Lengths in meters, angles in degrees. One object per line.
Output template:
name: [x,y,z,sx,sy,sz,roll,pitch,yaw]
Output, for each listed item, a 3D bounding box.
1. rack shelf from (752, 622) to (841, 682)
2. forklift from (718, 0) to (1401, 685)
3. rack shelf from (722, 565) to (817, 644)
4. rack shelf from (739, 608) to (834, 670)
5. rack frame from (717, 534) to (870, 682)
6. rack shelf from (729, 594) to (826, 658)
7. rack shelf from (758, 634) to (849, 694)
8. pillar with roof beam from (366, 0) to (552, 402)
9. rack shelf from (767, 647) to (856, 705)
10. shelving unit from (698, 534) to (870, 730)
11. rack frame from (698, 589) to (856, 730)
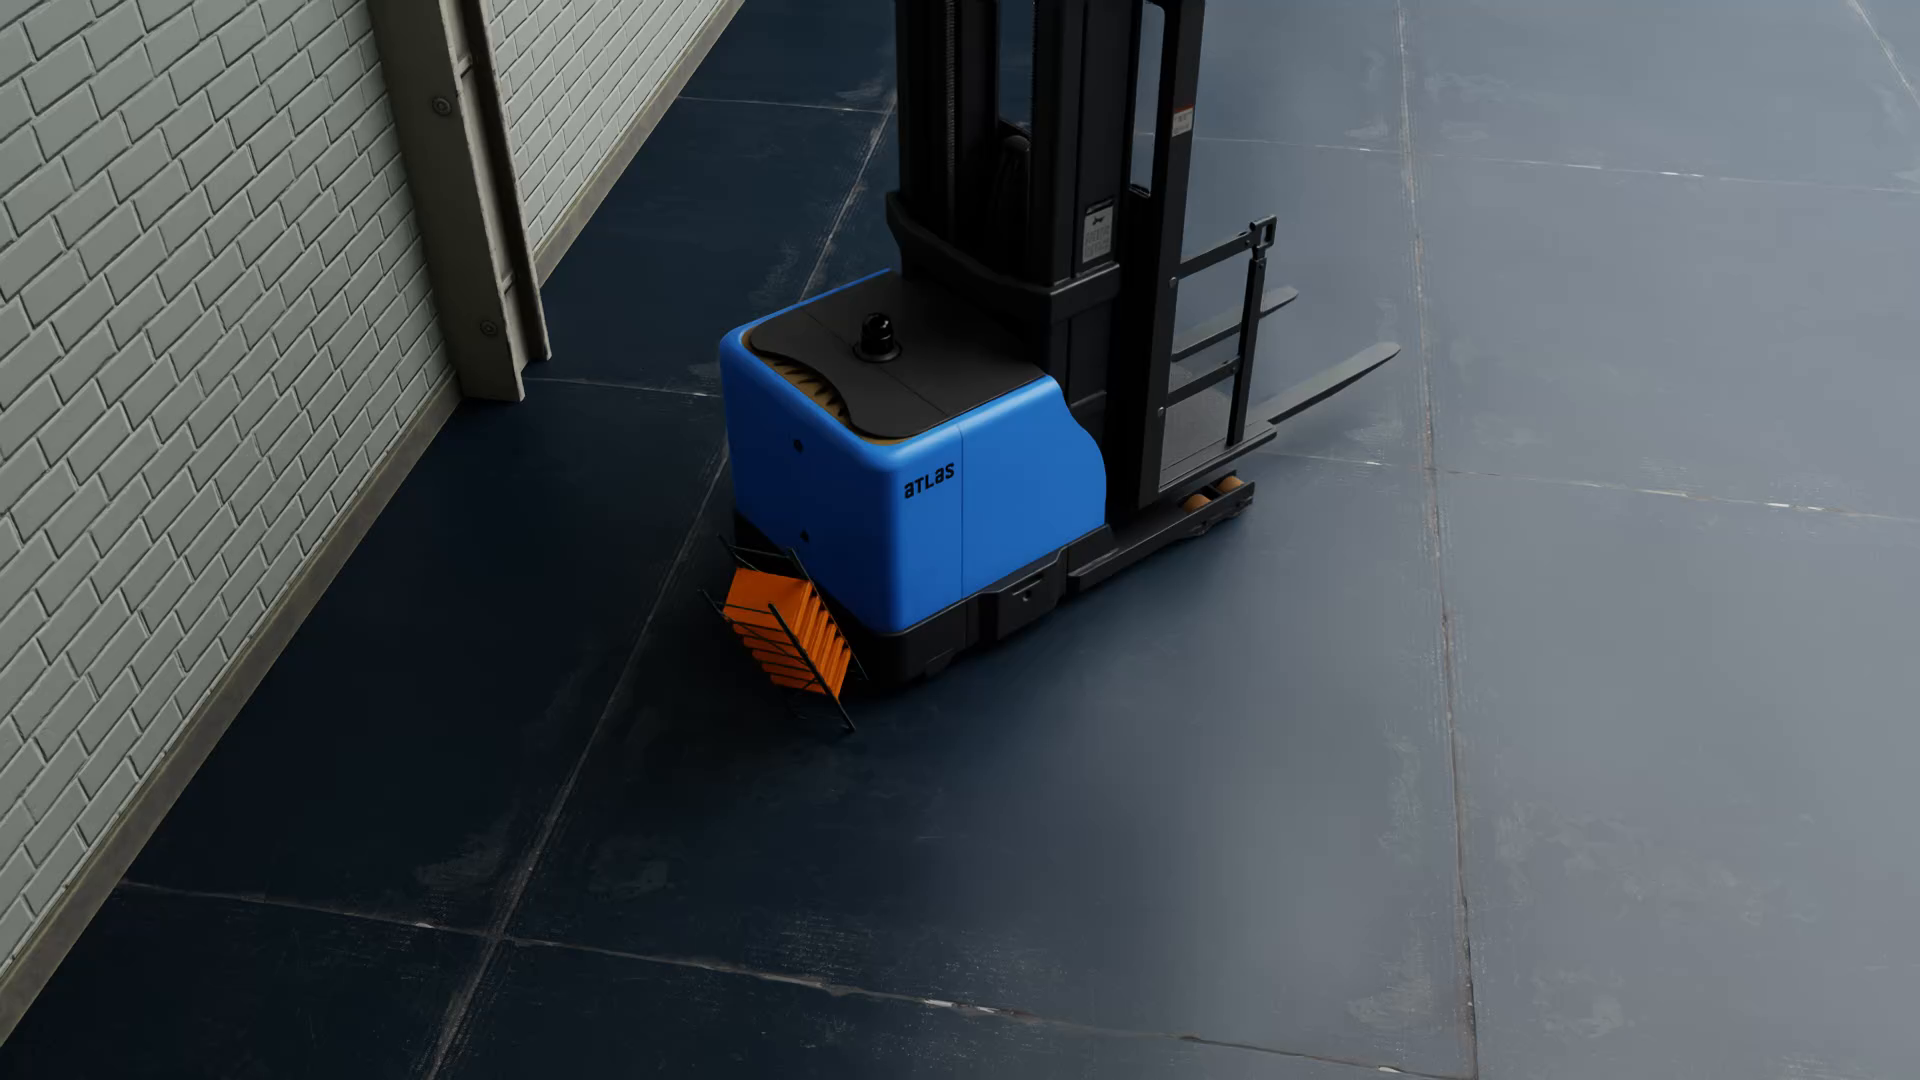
rack shelf: [-0.543,0.346,5.485,0.258,0.103,0.180,10,68,13]
forklift: [0.585,-1.385,6.125,3.031,2.935,1.130,-27,47,-29]
rack shelf: [-0.594,0.201,5.160,0.258,0.103,0.180,10,68,13]
rack shelf: [-0.560,0.298,5.377,0.258,0.103,0.180,10,68,13]
rack frame: [-0.526,0.246,5.478,0.240,1.200,0.006,10,68,13]
rack shelf: [-0.577,0.250,5.268,0.258,0.103,0.180,10,68,13]
rack shelf: [-0.526,0.395,5.594,0.258,0.103,0.180,10,68,13]
pillar with roof beam: [2.140,-3.758,4.233,9.100,9.000,0.400,6,40,8]
rack shelf: [-0.509,0.443,5.702,0.258,0.103,0.180,10,68,13]
shelving unit: [-0.549,0.329,5.445,0.258,1.200,0.189,10,68,13]
rack frame: [-0.572,0.411,5.412,0.240,1.200,0.006,10,68,13]
